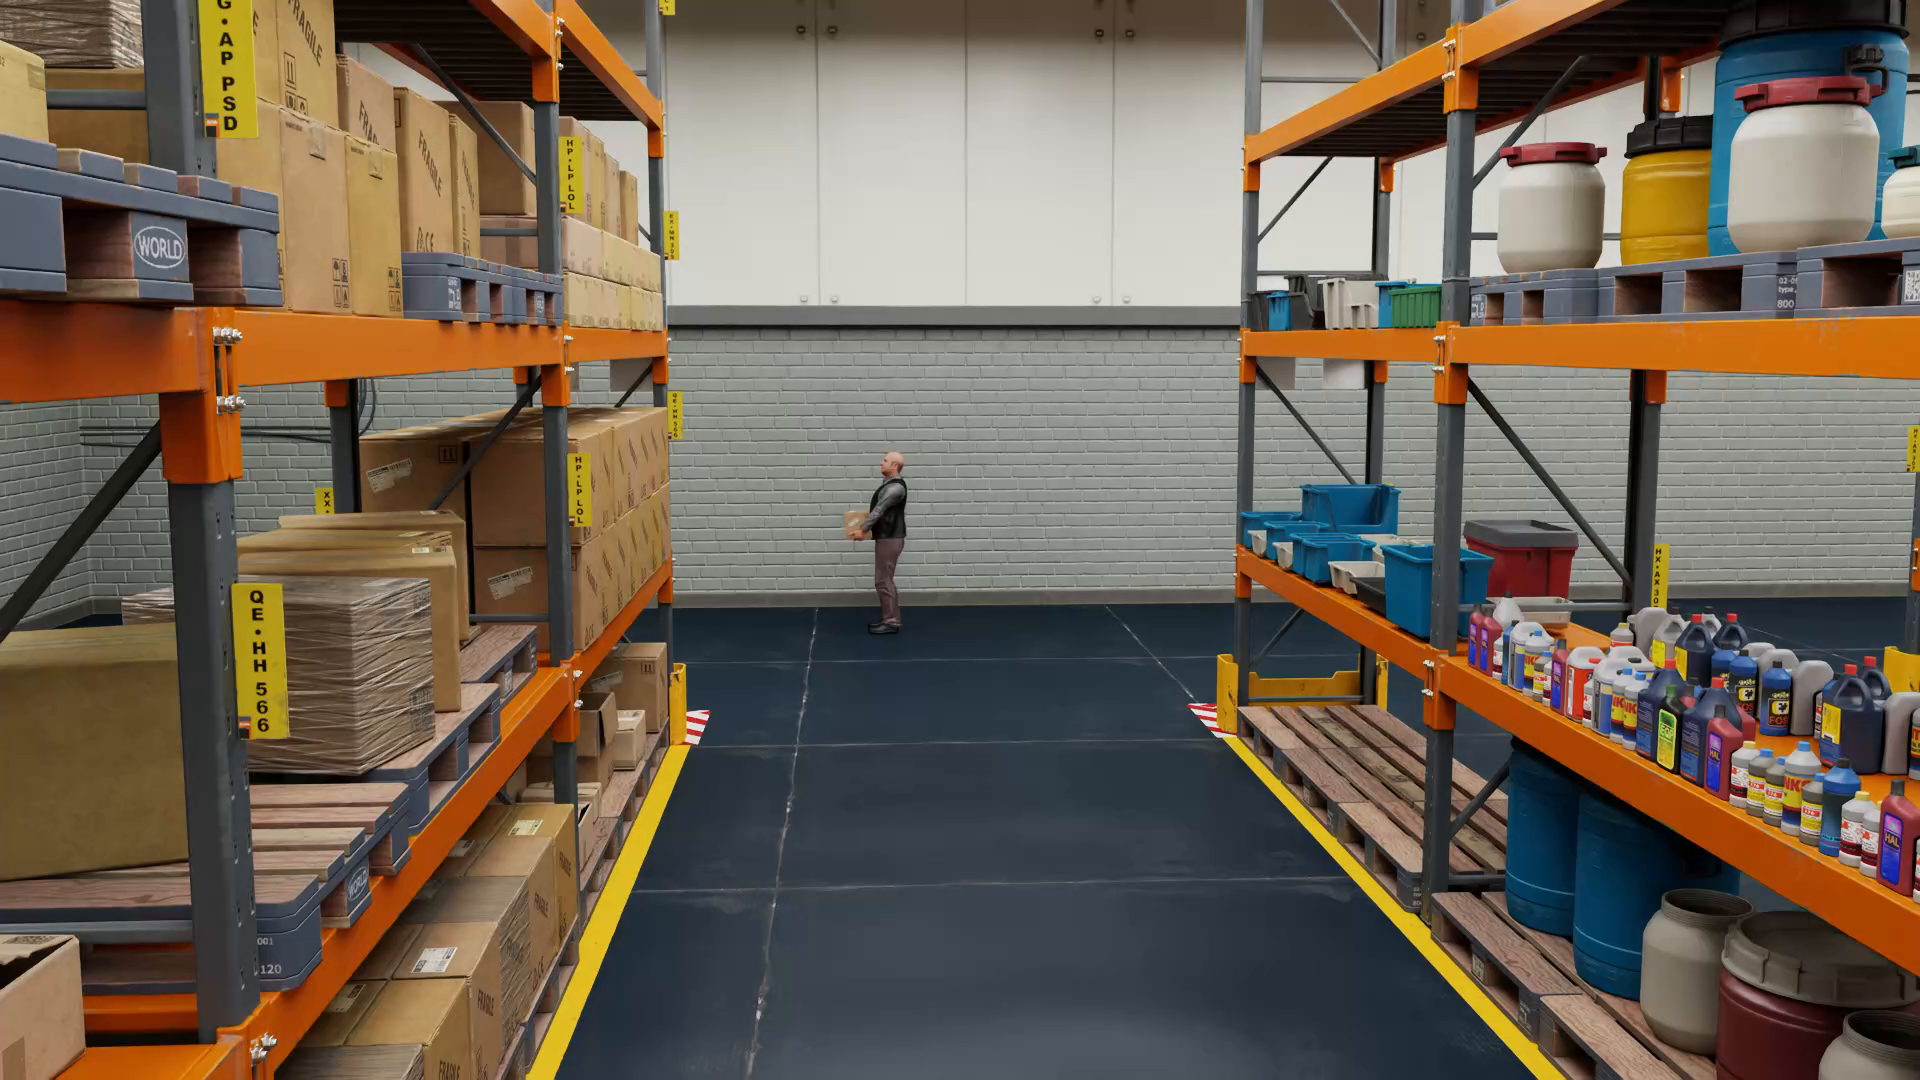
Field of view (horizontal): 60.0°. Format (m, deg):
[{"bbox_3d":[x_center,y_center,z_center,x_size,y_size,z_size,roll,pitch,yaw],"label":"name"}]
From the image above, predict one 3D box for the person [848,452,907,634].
[{"bbox_3d":[-0.775,0.019,15.723,0.560,1.711,0.494,0,7,-3],"label":"person"}]
